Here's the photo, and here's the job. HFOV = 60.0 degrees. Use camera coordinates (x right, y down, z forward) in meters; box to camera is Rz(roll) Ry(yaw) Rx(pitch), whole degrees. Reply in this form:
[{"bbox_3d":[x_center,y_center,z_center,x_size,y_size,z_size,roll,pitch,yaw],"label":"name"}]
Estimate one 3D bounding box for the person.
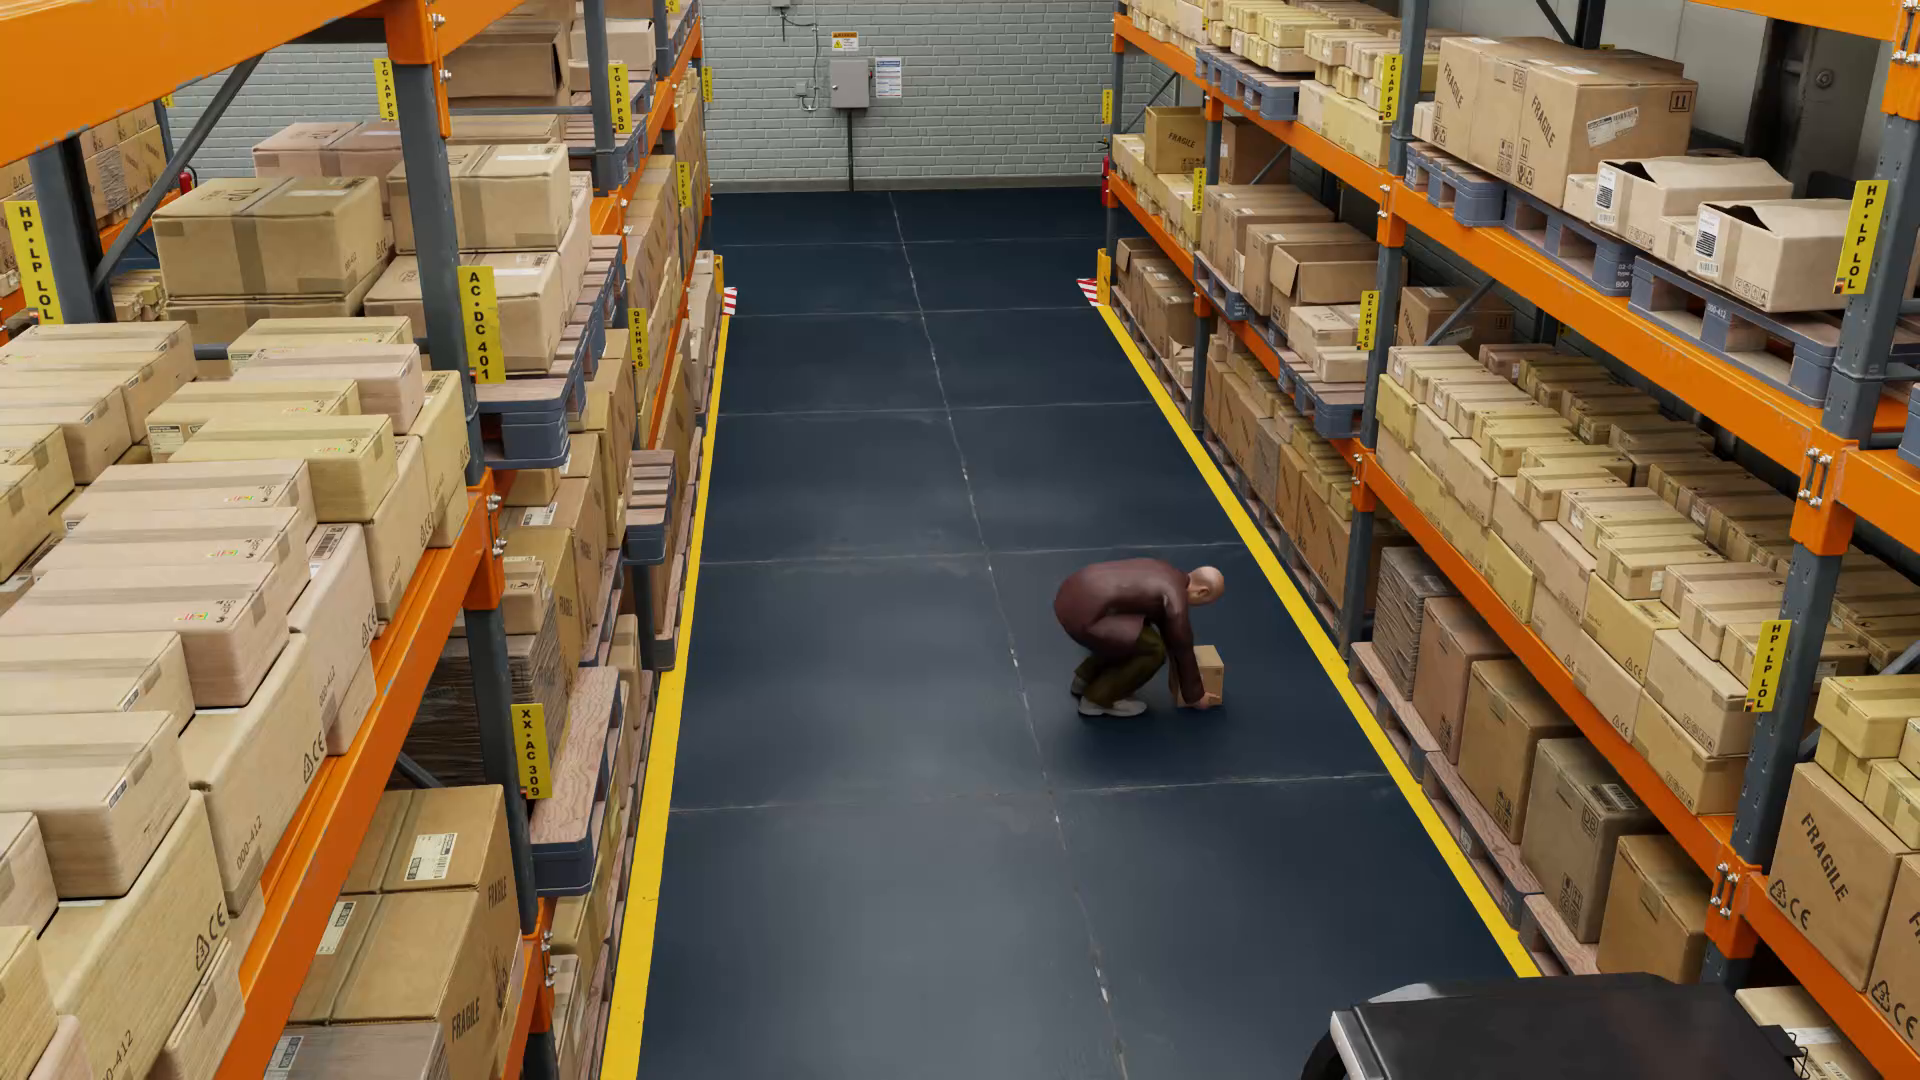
[{"bbox_3d":[0.979,0.521,9.132,0.951,0.850,0.584,-3,24,-7],"label":"person"}]
